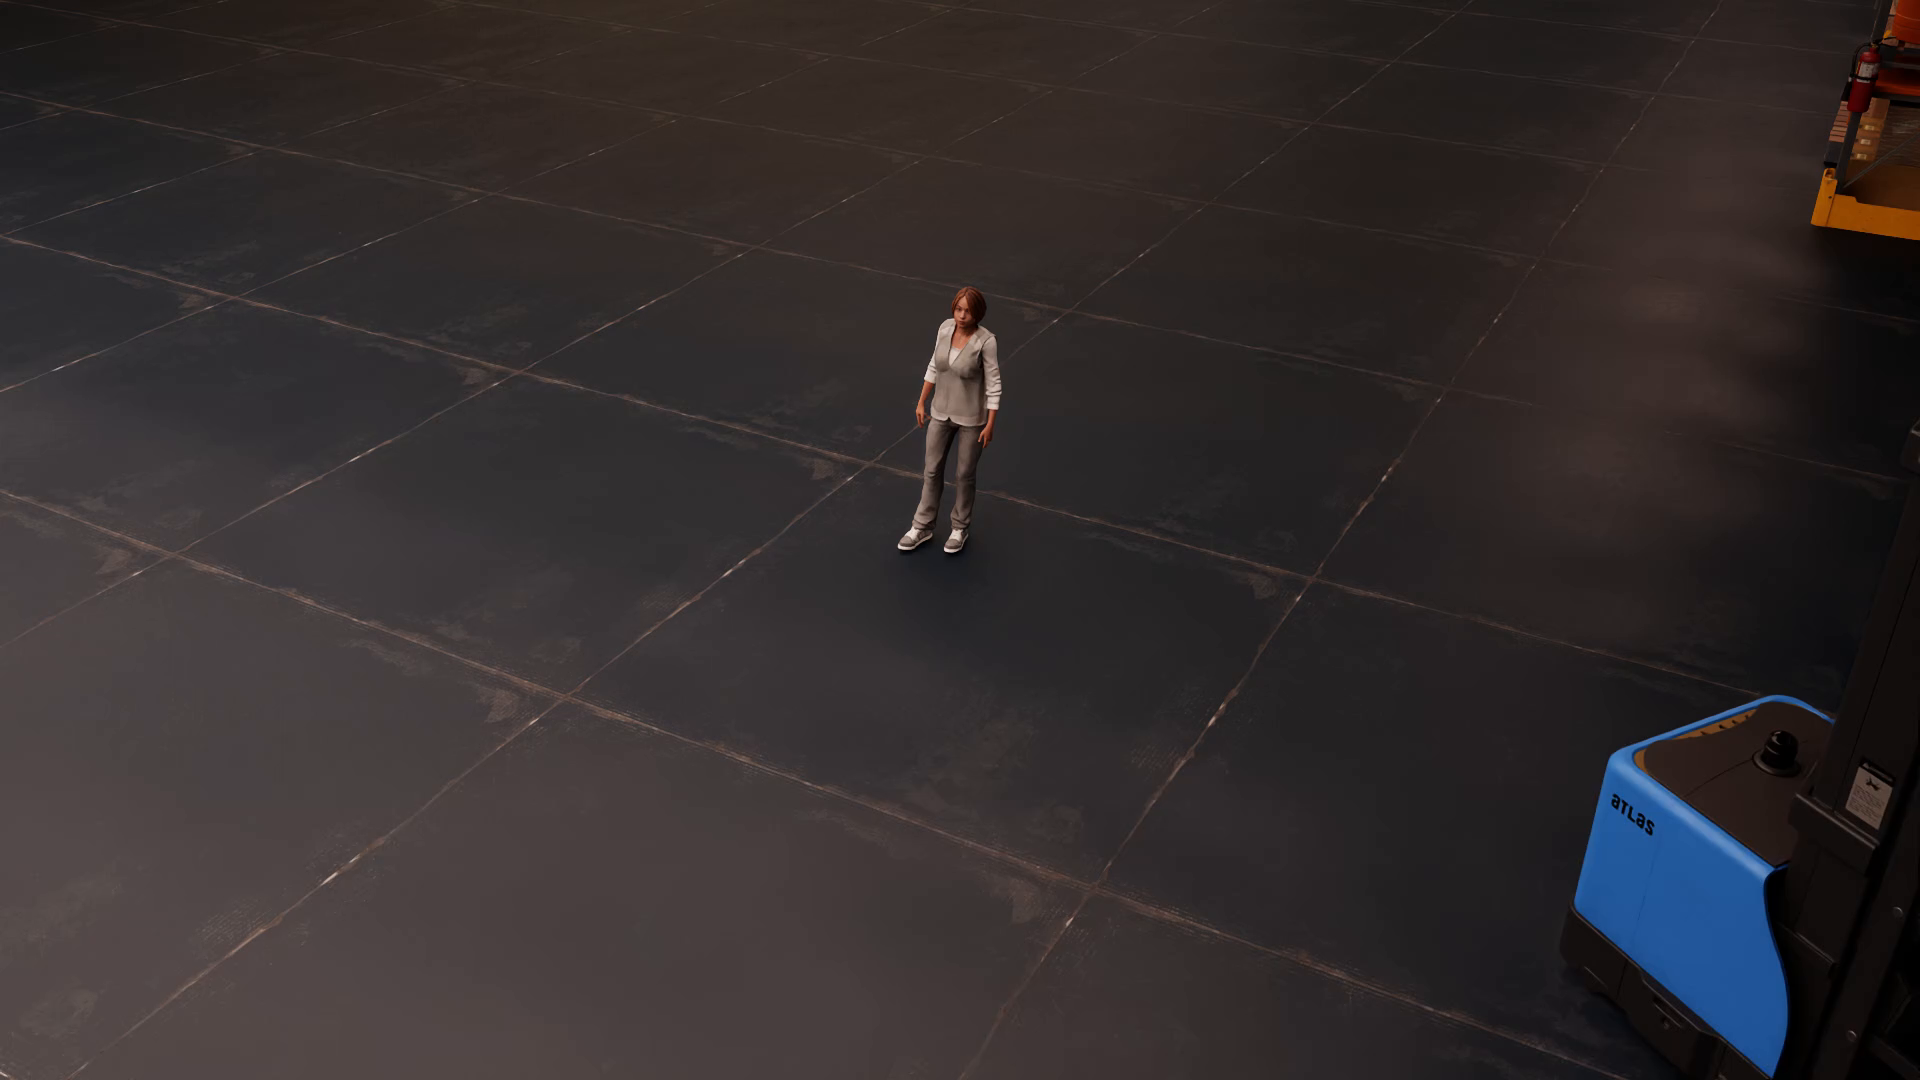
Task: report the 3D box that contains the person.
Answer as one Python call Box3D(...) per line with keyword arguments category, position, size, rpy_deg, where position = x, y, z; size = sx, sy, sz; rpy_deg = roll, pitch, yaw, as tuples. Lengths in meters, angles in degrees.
Box3D(category="person", position=(-0.048, -0.669, 9.550), size=(0.520, 1.597, 0.475), rpy_deg=(15, 33, 25))

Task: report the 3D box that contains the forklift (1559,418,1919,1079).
Box3D(category="forklift", position=(3.592, 1.039, 5.270), size=(1.130, 2.935, 3.031), rpy_deg=(-14, 33, -22))
